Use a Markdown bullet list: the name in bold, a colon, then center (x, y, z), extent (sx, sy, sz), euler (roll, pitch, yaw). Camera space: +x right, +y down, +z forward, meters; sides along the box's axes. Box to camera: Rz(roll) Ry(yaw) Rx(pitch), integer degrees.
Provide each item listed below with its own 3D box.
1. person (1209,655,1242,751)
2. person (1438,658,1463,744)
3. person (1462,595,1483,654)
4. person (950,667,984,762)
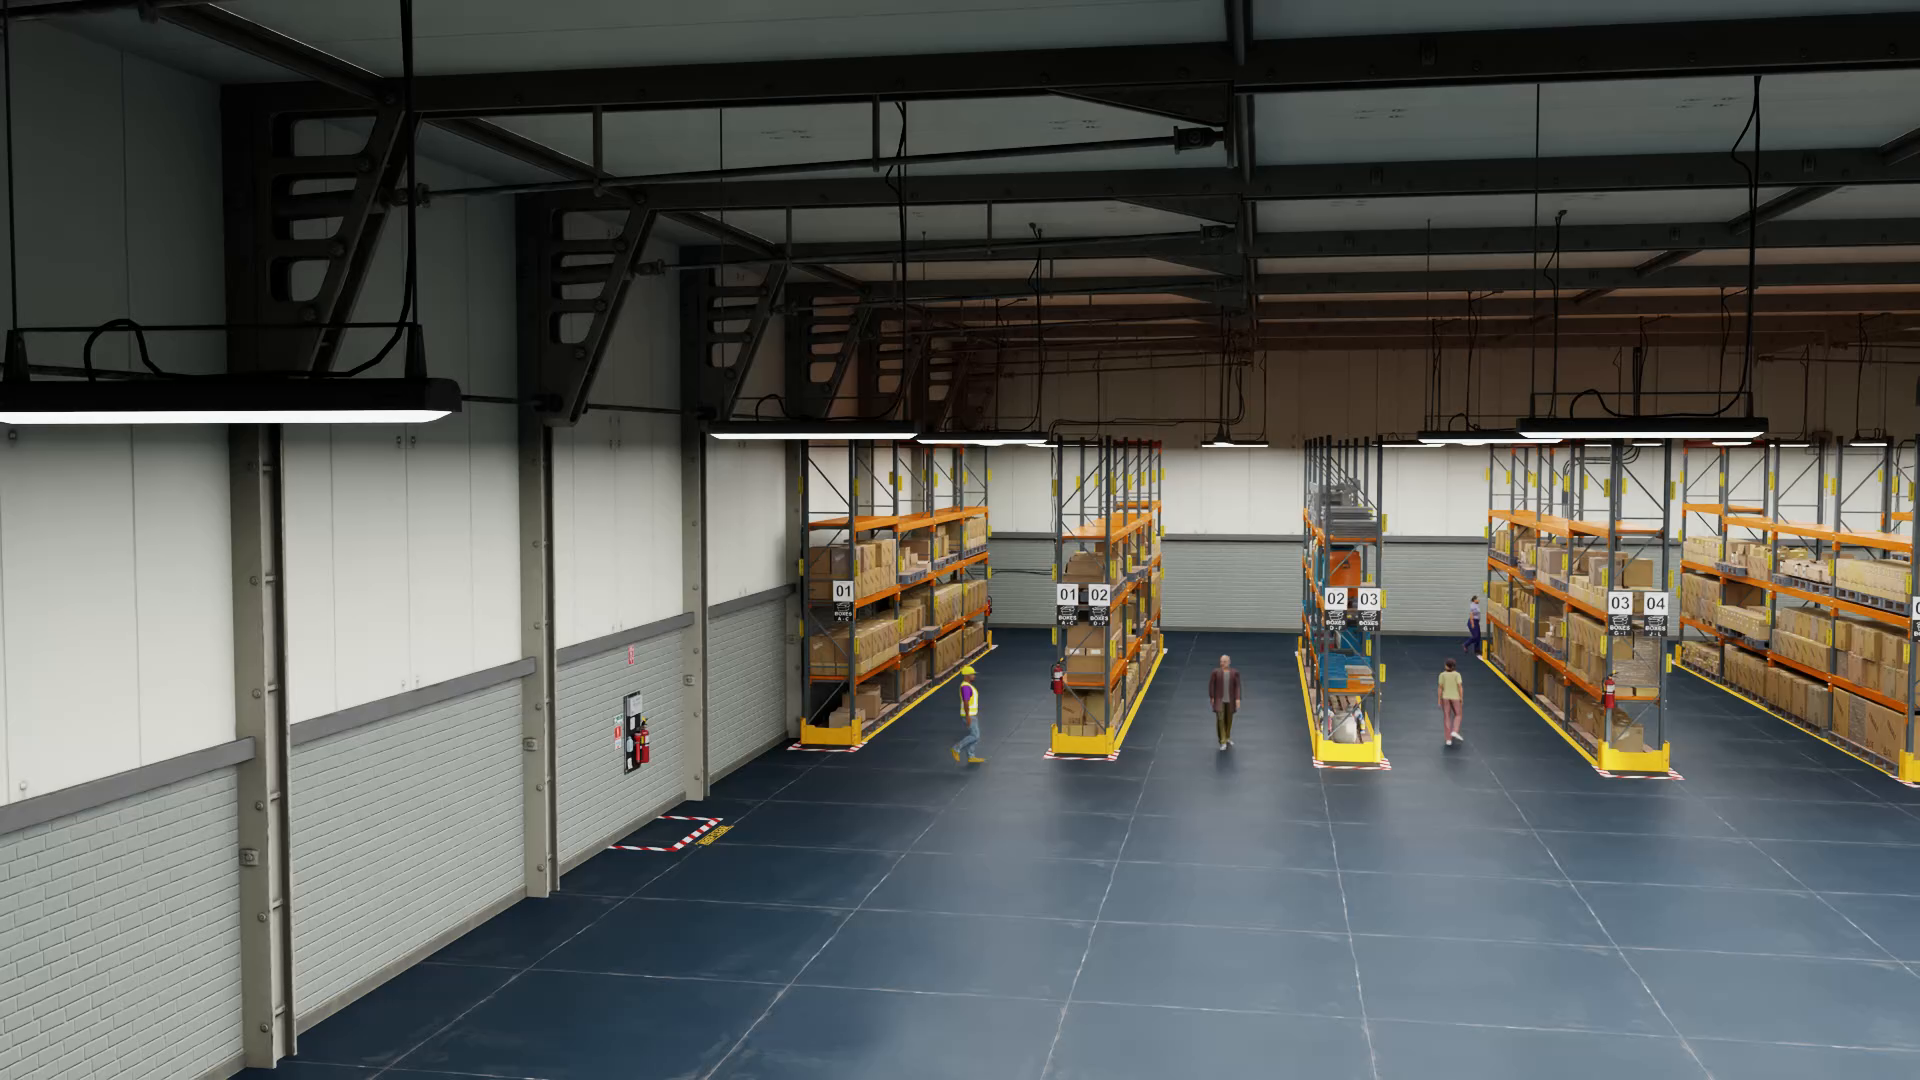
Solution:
- **person**: center (5.111, 3.136, 31.988), extent (0.594, 1.845, 0.769), euler (0, 3, 0)
- **person**: center (9.557, 3.130, 32.388), extent (0.483, 1.658, 0.449), euler (1, 3, 22)
- **person**: center (14.427, 2.367, 46.680), extent (0.604, 1.644, 0.532), euler (2, 3, 27)
- **person**: center (0.127, 3.186, 30.307), extent (0.612, 1.759, 0.586), euler (0, 3, 0)
